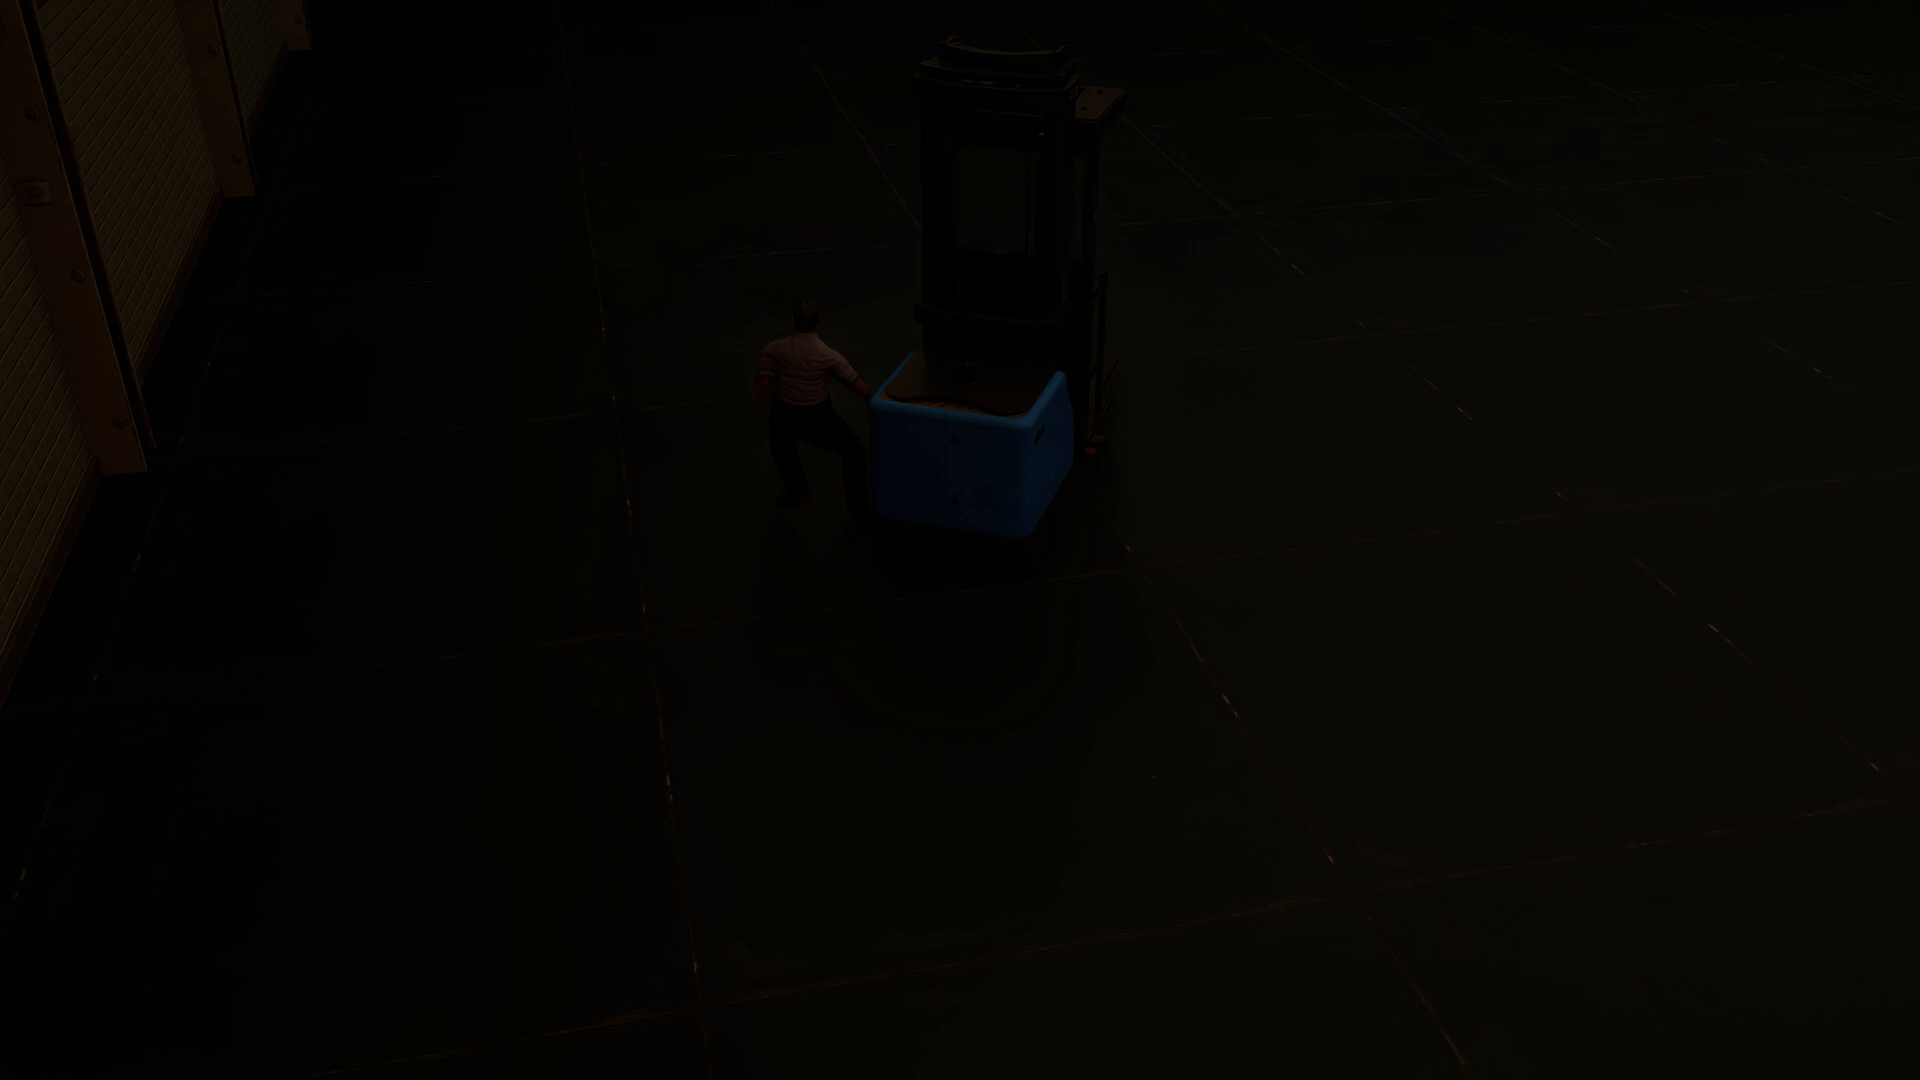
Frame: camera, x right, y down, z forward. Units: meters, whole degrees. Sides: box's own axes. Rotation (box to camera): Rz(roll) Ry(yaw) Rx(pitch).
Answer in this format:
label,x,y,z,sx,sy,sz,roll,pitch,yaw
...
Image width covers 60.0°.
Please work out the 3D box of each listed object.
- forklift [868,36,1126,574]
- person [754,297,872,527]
label,x,y,z,sx,sy,sz,roll,pitch,yaw
forklift,0.386,-1.789,10.665,1.130,2.935,3.031,9,31,16
person,-0.901,-0.801,10.386,0.760,1.575,0.468,4,30,7
